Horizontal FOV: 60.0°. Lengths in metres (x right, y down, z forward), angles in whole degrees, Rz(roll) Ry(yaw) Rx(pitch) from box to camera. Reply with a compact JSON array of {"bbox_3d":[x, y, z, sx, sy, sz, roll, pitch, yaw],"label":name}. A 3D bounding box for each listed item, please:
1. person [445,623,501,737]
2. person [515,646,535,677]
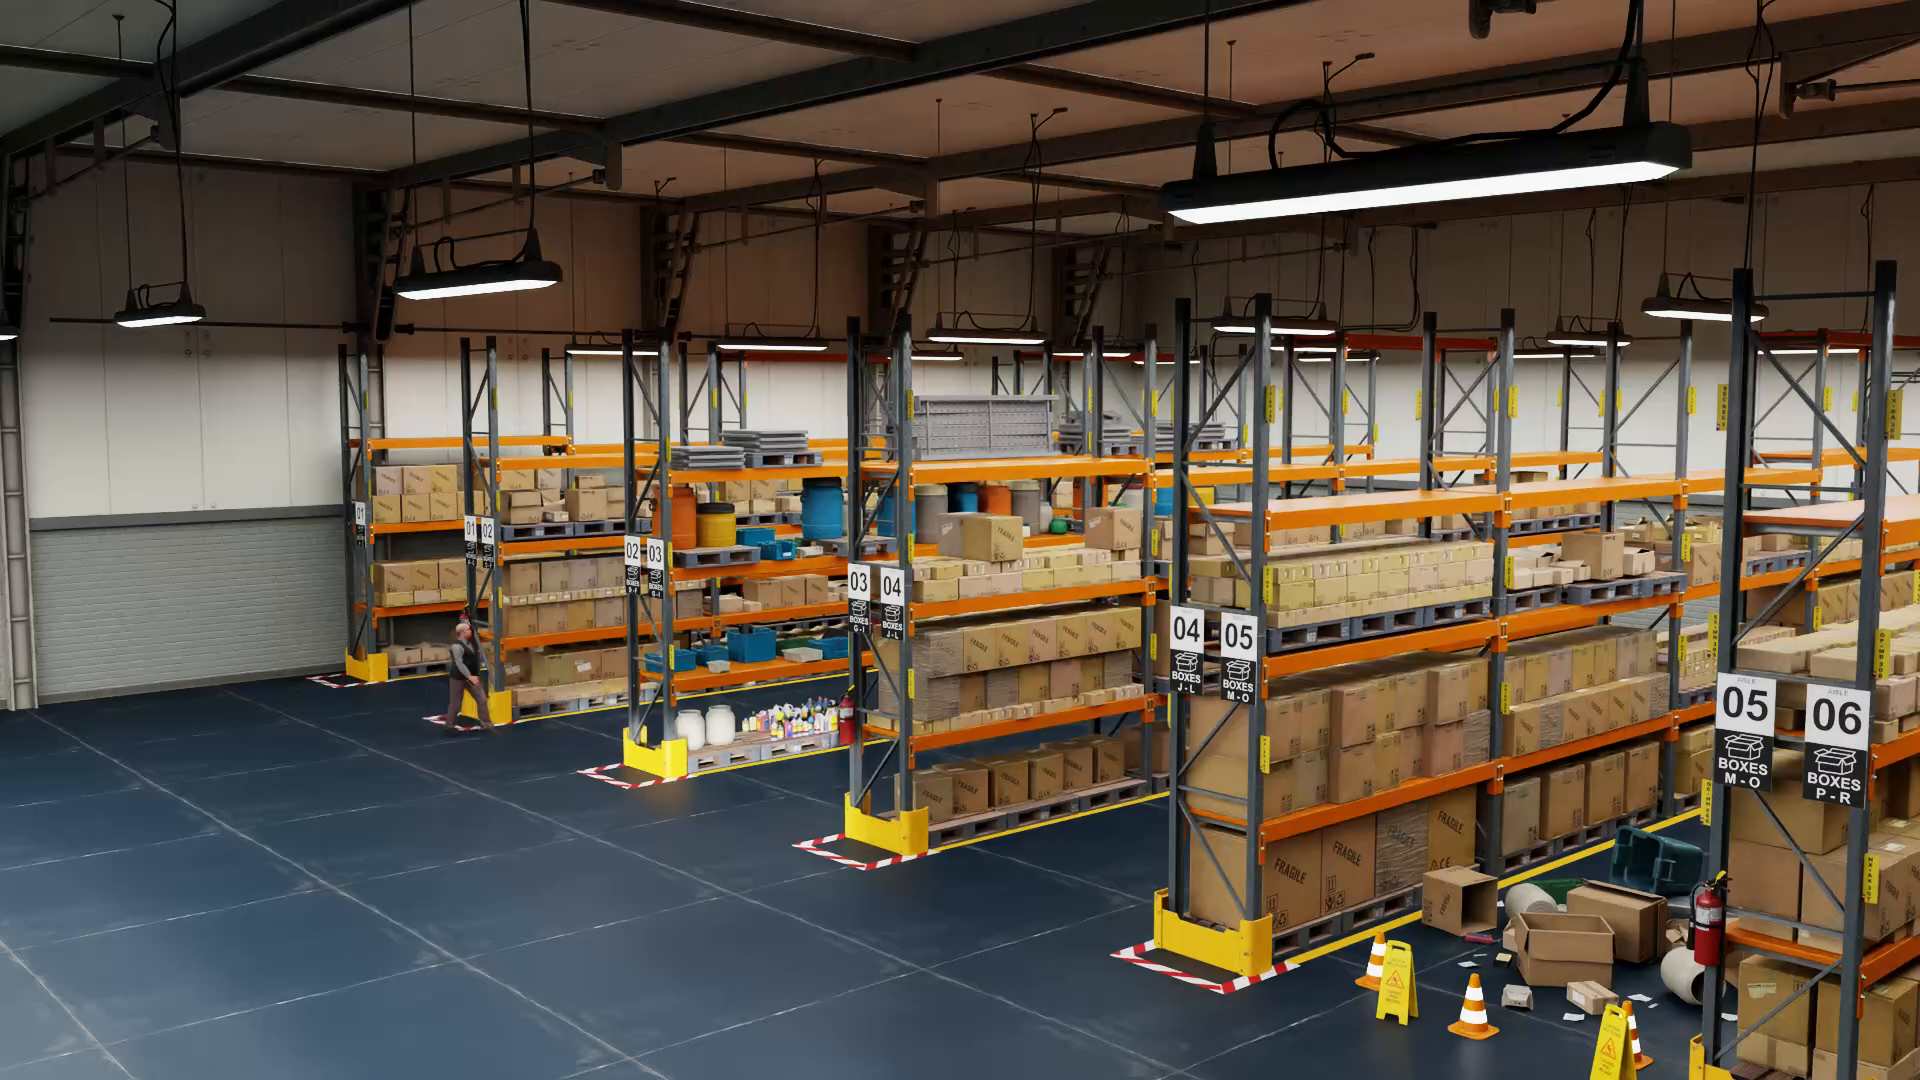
[{"bbox_3d":[-7.346,2.089,24.782,0.889,1.698,0.505,3,6,29],"label":"person"},{"bbox_3d":[-7.610,1.772,28.815,0.601,1.708,0.482,-3,6,-33],"label":"person"}]
